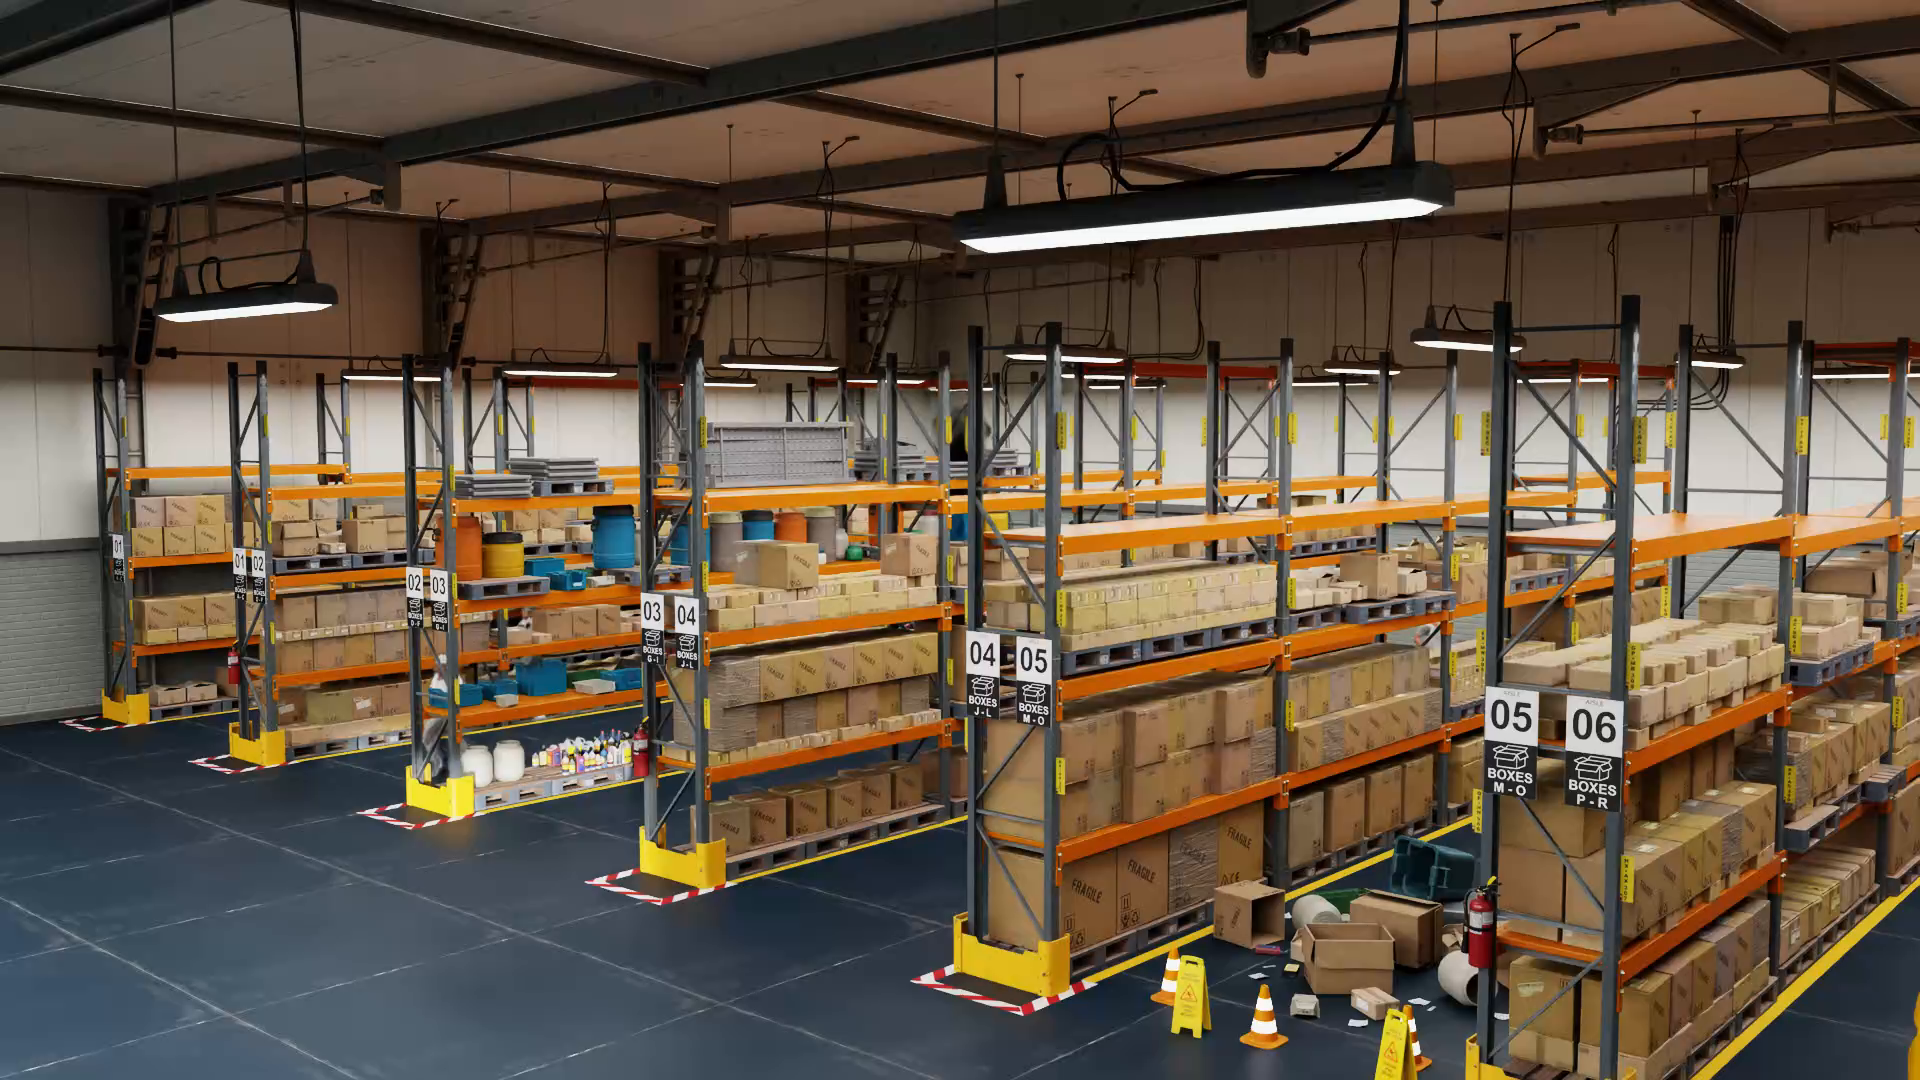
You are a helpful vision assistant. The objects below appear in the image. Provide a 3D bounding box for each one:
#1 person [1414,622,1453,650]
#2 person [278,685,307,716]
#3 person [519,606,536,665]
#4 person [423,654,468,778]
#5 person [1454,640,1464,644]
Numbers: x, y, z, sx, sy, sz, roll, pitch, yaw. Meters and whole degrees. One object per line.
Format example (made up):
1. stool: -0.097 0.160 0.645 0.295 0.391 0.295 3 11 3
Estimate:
1. person: 8.697 2.065 30.410 0.686 1.725 0.530 -2 4 -20
2. person: -10.929 2.296 27.180 0.690 1.751 0.622 2 5 30
3. person: -8.145 2.034 31.245 0.589 1.653 0.528 3 5 35
4. person: -7.390 2.540 24.041 0.668 1.824 0.814 3 5 34
5. person: 7.955 2.394 26.380 0.749 1.615 0.590 -4 5 -40
